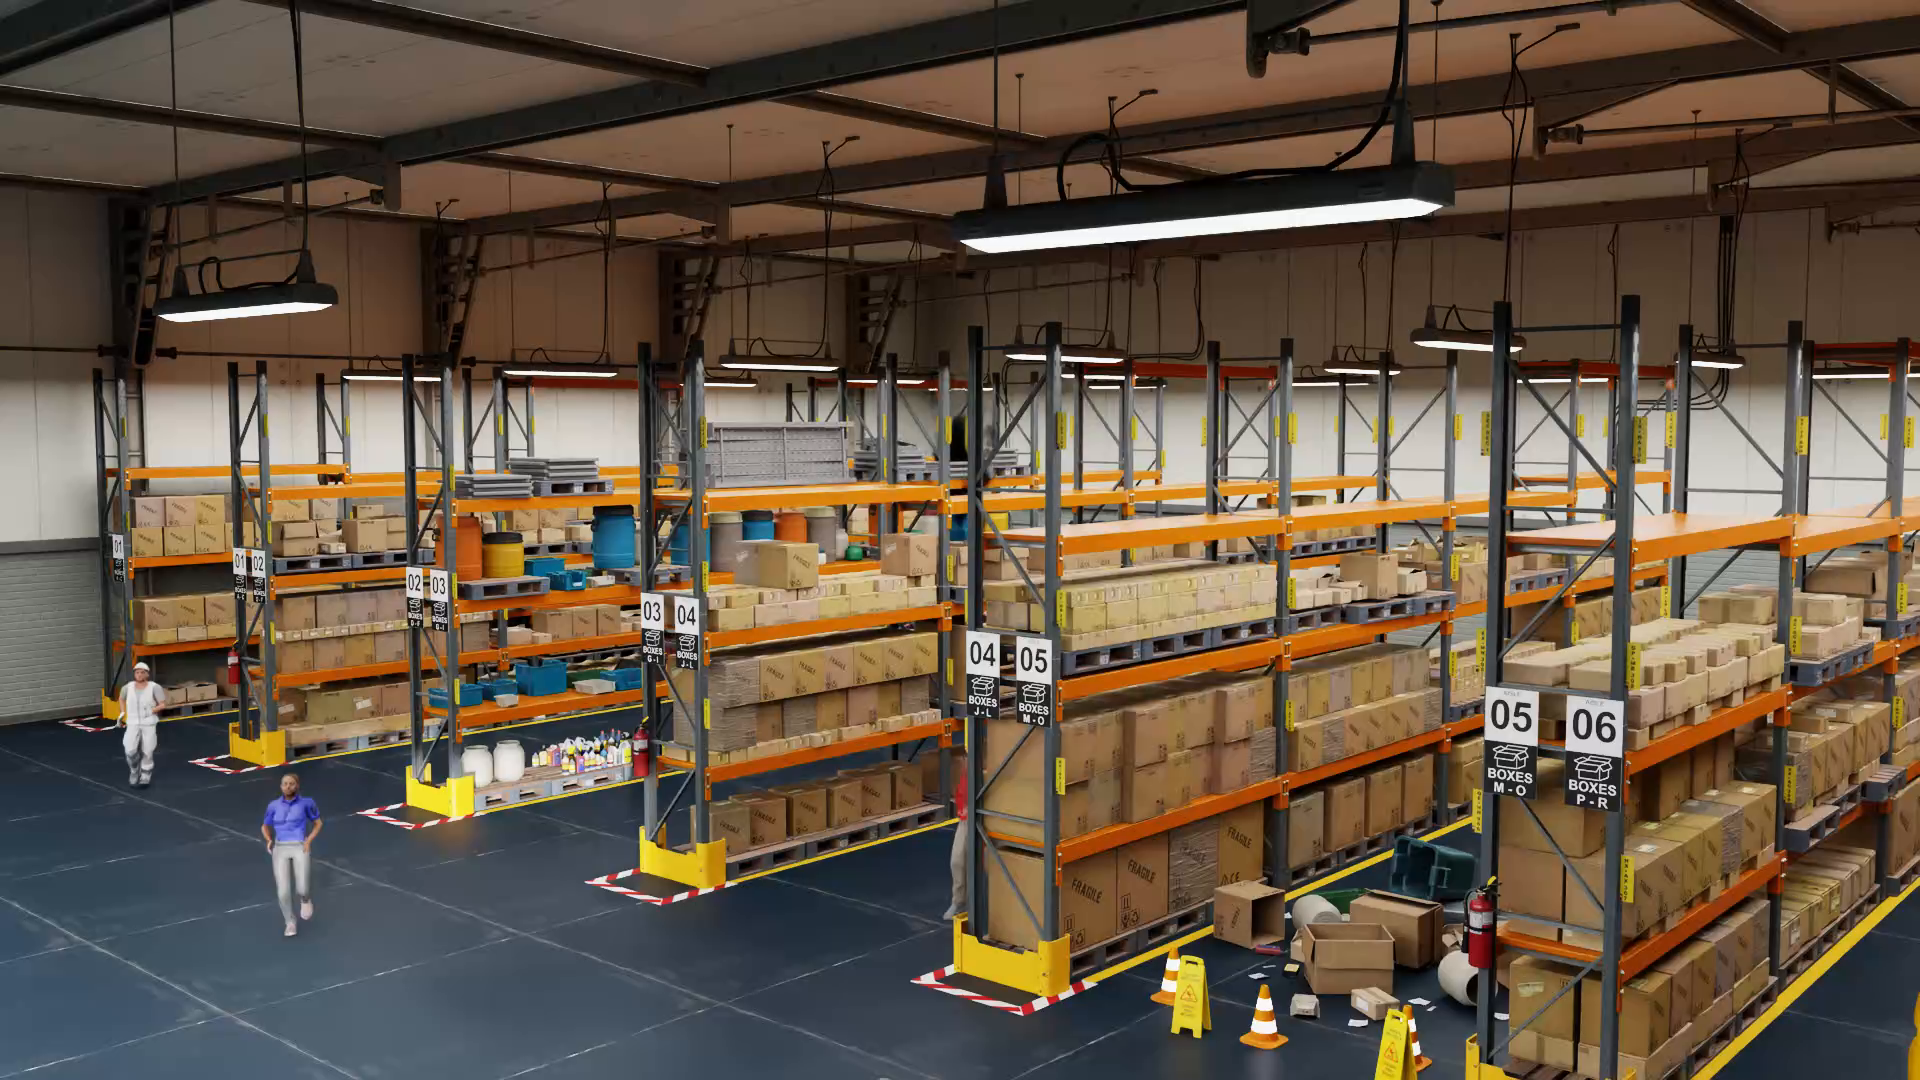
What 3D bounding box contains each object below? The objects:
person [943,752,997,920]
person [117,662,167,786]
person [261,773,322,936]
[{"bbox_3d":[0.196,3.035,17.313,0.650,1.773,0.832,3,5,39],"label":"person"},{"bbox_3d":[-11.374,2.572,23.103,0.642,1.739,0.632,-1,4,-17],"label":"person"},{"bbox_3d":[-6.712,3.134,16.687,0.573,1.603,0.562,-1,4,-14],"label":"person"}]
